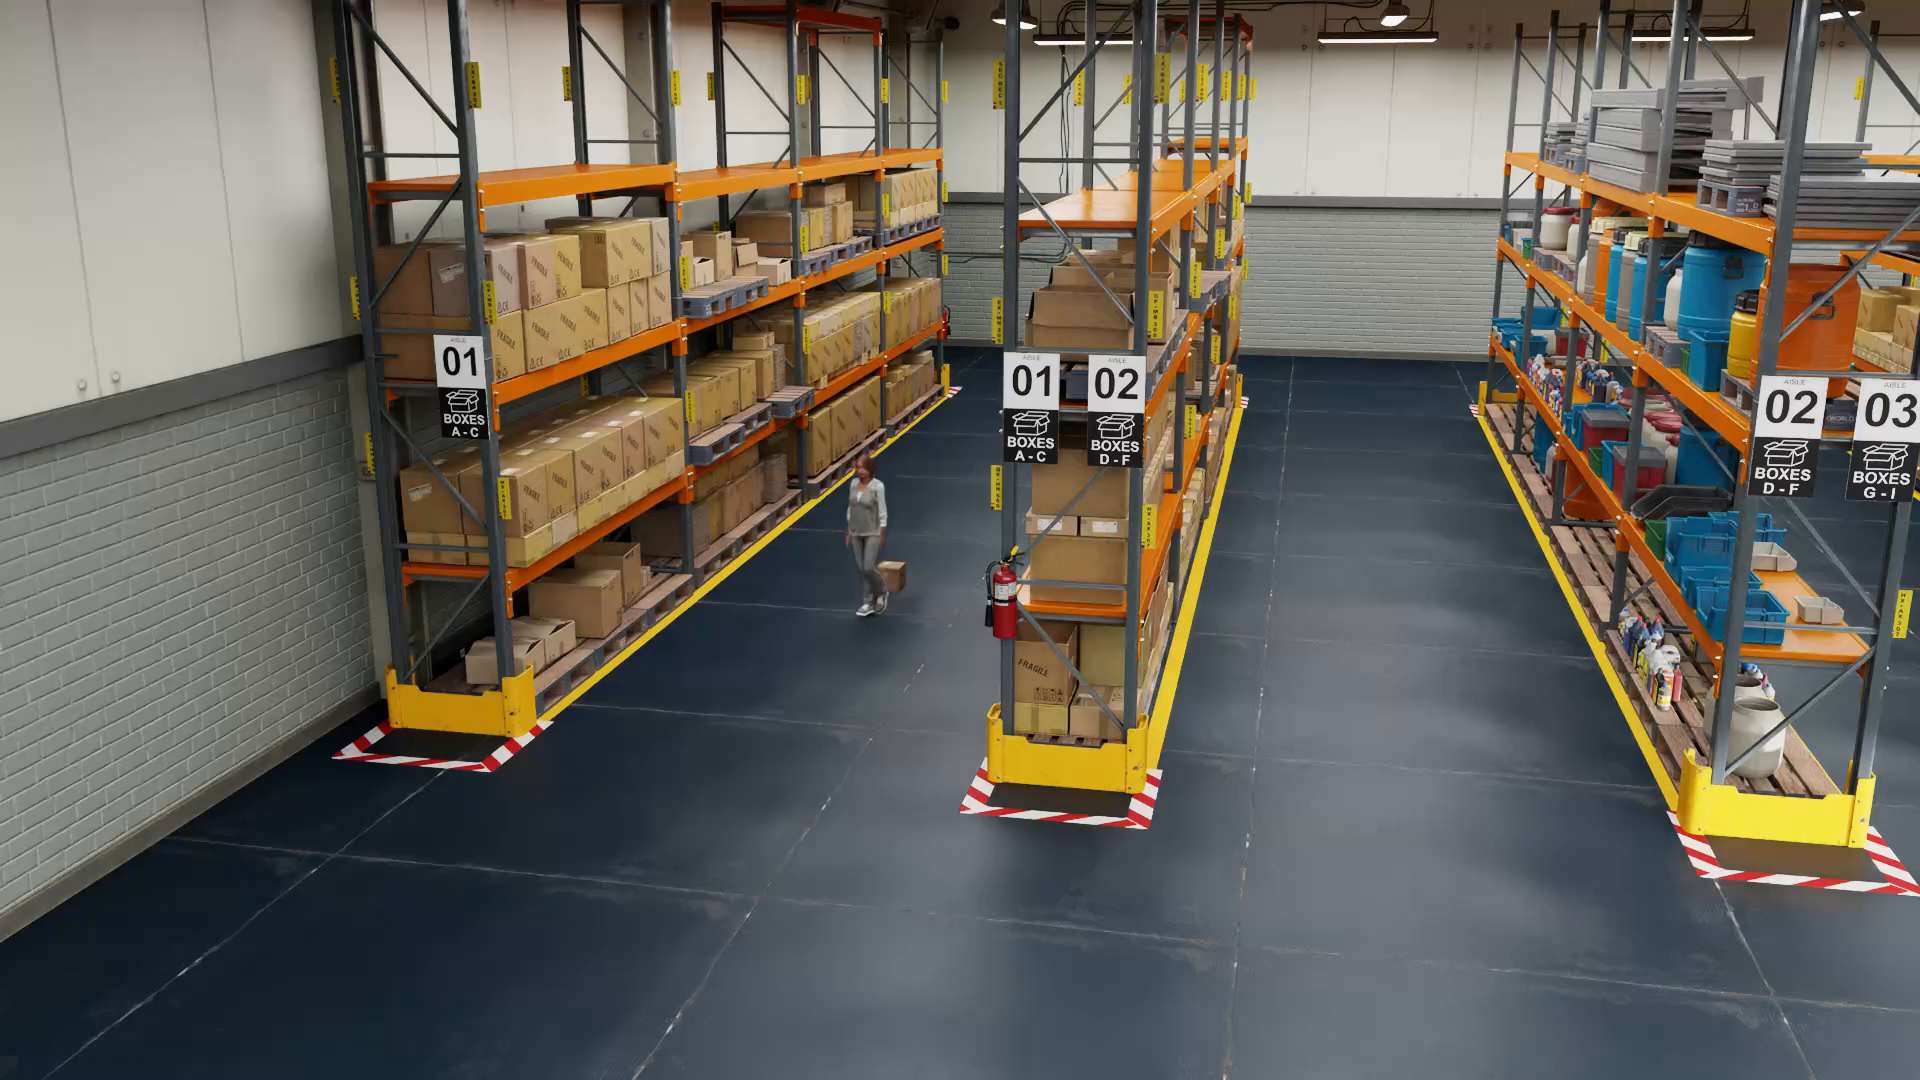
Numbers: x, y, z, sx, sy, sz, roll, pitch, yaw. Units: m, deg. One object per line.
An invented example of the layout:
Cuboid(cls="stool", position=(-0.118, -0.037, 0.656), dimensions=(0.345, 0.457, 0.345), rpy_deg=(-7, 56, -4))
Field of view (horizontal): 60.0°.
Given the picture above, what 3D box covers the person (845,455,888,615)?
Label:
Cuboid(cls="person", position=(-0.907, -0.043, 16.095), dimensions=(0.405, 1.588, 0.414), rpy_deg=(9, 17, 29))
